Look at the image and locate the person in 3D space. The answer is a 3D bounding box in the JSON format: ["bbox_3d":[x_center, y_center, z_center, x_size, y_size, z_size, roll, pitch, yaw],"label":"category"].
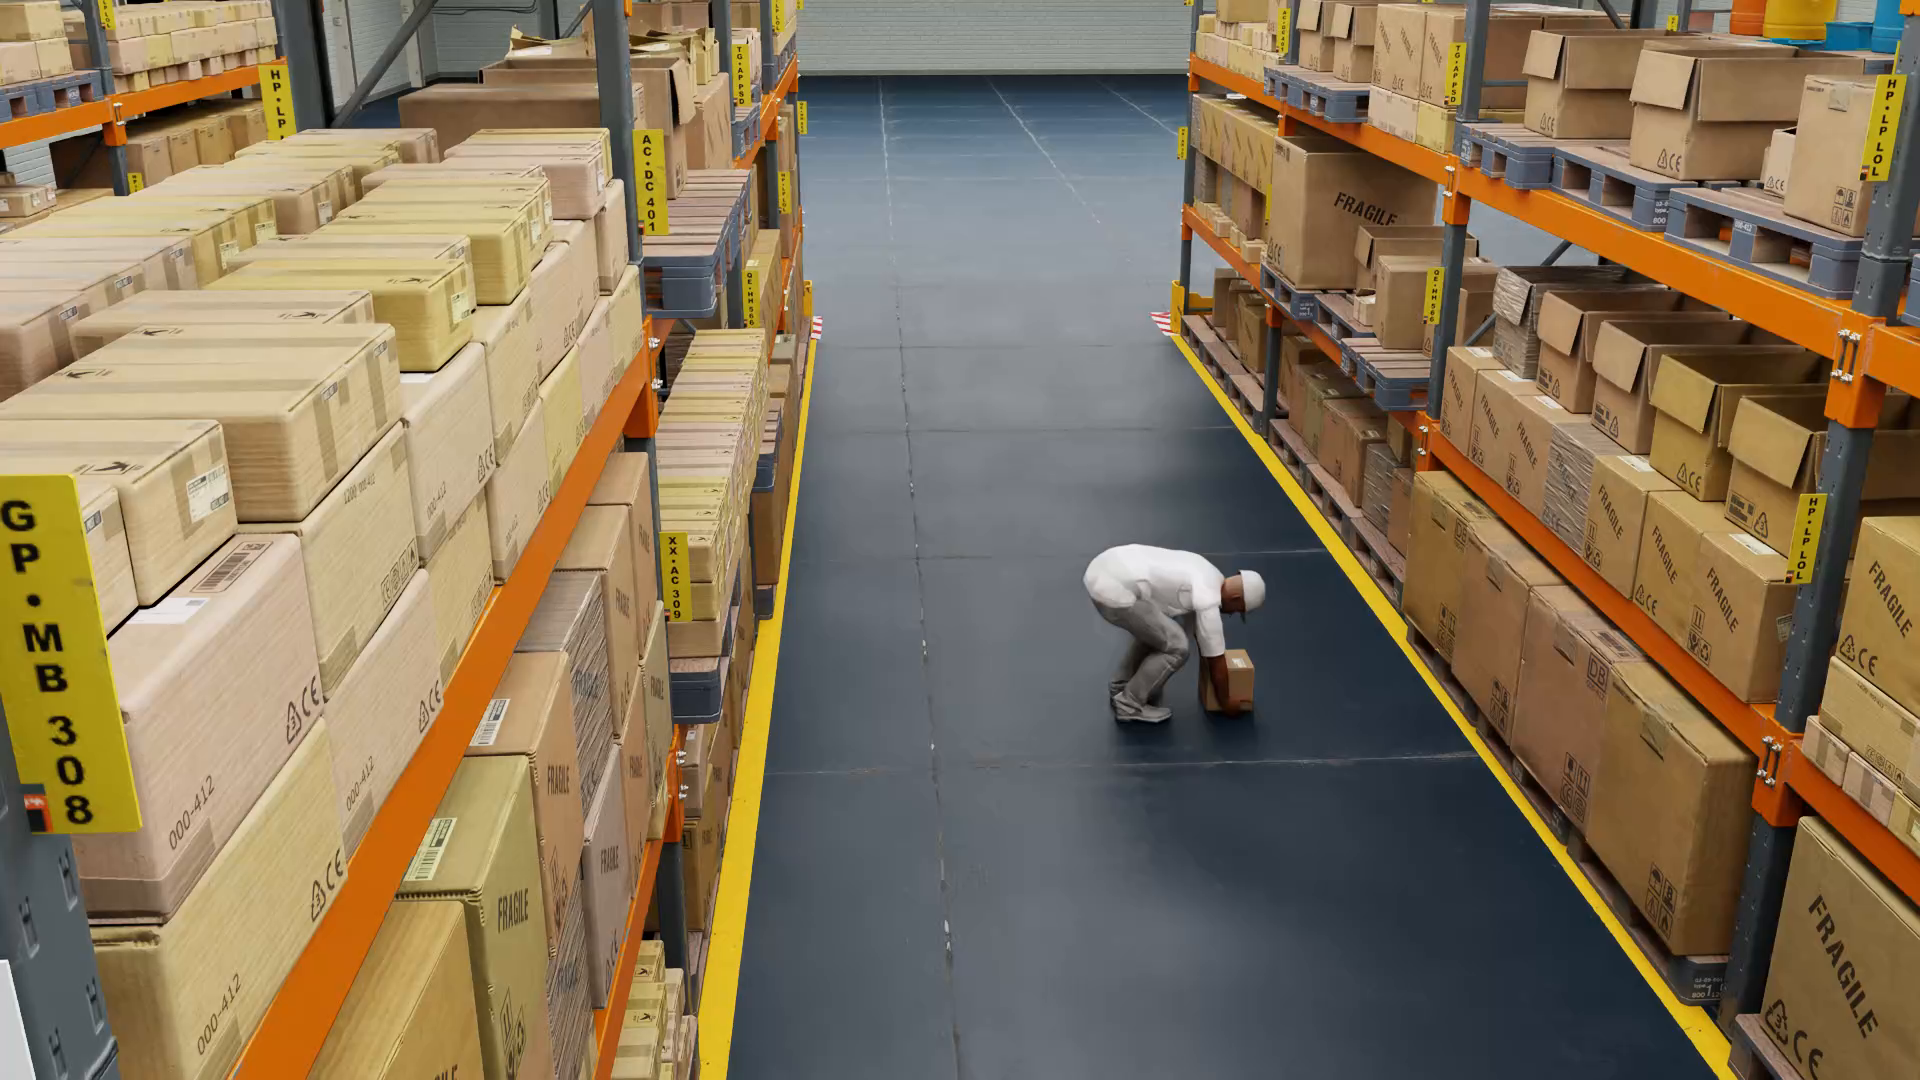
[{"bbox_3d":[1.151,0.474,8.948,0.974,0.939,0.505,-2,20,-6],"label":"person"}]
